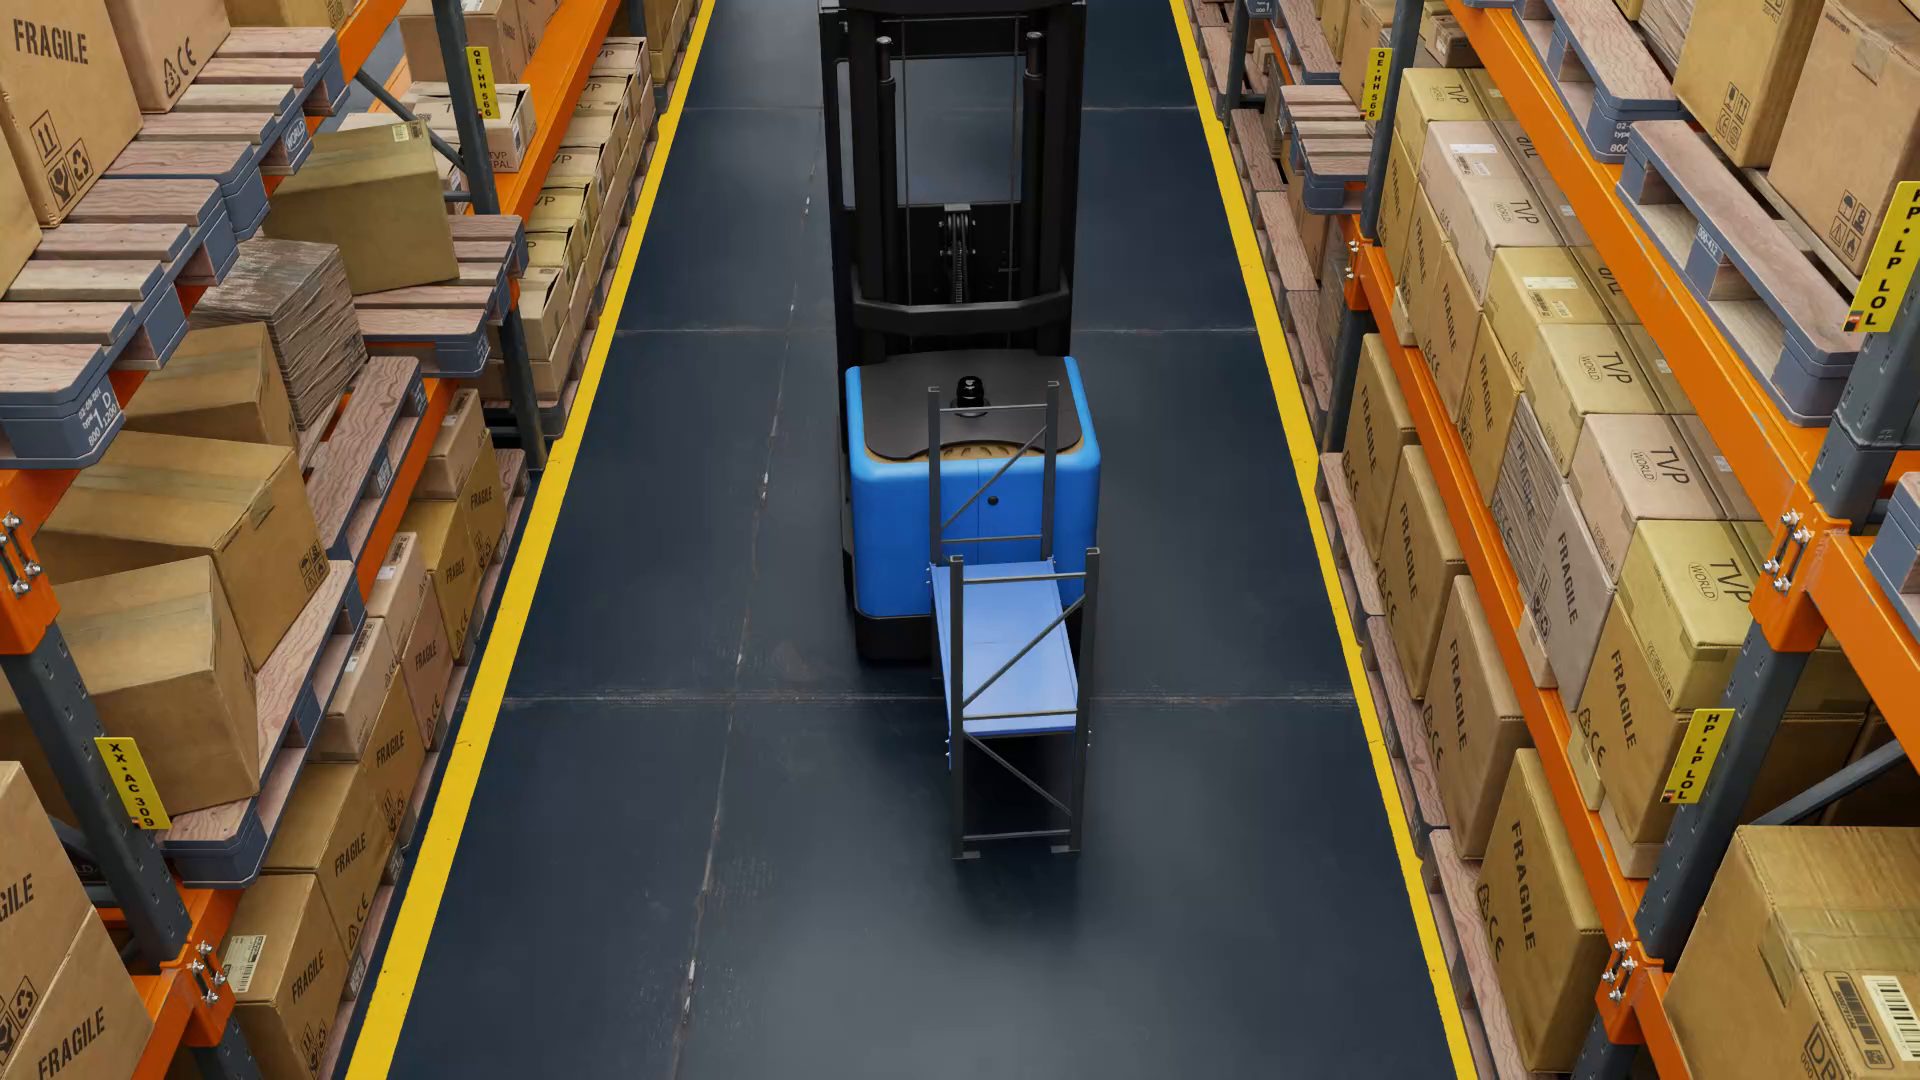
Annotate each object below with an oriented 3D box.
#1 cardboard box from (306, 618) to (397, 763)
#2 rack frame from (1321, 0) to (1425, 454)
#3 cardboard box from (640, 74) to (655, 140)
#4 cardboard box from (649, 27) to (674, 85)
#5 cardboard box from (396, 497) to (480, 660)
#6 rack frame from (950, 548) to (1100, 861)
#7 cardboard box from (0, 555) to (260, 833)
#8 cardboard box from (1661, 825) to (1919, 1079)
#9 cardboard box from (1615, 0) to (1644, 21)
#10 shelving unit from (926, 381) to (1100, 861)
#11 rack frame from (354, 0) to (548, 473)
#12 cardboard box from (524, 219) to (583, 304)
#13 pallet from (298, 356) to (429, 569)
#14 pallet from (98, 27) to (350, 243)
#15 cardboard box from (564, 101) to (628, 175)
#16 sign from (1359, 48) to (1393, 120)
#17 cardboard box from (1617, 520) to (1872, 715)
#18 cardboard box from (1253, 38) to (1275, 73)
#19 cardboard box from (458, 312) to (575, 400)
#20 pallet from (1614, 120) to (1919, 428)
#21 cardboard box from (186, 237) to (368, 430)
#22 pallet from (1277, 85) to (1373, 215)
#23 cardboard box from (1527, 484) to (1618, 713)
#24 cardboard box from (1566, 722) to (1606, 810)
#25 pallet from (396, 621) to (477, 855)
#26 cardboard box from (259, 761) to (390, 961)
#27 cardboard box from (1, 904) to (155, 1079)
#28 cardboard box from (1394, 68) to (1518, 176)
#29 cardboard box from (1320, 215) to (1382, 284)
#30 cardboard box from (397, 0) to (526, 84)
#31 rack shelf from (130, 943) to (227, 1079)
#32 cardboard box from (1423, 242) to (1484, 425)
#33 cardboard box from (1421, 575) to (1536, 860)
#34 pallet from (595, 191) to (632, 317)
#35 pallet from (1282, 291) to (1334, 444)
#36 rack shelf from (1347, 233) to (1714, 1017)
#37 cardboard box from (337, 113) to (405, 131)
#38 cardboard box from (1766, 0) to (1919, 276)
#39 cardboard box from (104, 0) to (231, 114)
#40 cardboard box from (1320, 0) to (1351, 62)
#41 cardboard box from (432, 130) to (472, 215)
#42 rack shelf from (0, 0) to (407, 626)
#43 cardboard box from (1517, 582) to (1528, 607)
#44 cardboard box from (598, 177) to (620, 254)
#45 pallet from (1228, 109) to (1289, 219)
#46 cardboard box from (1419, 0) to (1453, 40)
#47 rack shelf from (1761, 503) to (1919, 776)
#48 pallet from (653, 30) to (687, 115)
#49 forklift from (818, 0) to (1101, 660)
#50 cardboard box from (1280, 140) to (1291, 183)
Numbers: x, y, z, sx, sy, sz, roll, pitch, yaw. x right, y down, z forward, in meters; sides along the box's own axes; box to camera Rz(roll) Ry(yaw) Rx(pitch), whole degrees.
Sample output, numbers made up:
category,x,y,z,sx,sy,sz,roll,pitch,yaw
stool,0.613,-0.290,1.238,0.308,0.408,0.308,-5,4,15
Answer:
category,x,y,z,sx,sy,sz,roll,pitch,yaw
cardboard box,-2.363,0.535,5.976,0.500,0.250,0.500,0,39,0
rack frame,2.345,-1.555,7.537,1.000,3.000,0.127,0,39,0
cardboard box,-2.323,-2.882,11.057,0.500,0.250,0.500,0,39,0
cardboard box,-2.311,-3.432,11.742,0.500,0.250,0.500,0,39,0
cardboard box,-2.373,0.163,7.041,0.500,0.500,0.500,-1,39,-2
rack frame,0.217,0.634,6.005,0.500,1.500,0.032,-3,39,-4
cardboard box,-2.381,0.453,4.616,0.700,0.500,0.500,-13,40,-15
cardboard box,2.333,1.168,3.899,0.980,0.700,0.700,1,39,1
cardboard box,2.443,-1.956,5.207,0.700,0.500,0.500,2,39,2
shelving unit,0.173,0.317,6.400,0.538,1.500,1.048,-3,39,-4
rack frame,-2.609,-1.549,7.530,1.000,3.000,0.127,0,39,0
cardboard box,-2.325,-1.515,8.902,0.500,0.311,0.500,-1,39,-1
pallet,-2.602,-0.258,6.073,1.003,0.211,1.213,0,39,0
pallet,-2.539,-1.201,4.848,1.213,0.211,1.003,0,39,0
cardboard box,-2.321,-2.470,10.093,0.500,0.311,0.500,0,39,0
sign,1.802,-1.970,7.192,0.100,0.325,0.005,0,39,0
cardboard box,2.093,0.199,4.415,0.500,0.250,0.500,1,39,1
cardboard box,2.309,-3.457,11.825,0.380,0.166,0.250,-5,39,-6
cardboard box,-2.316,-0.968,8.668,0.500,0.250,0.500,0,39,0
pallet,2.299,-0.723,4.253,0.805,0.209,1.217,-1,39,-2
cardboard box,-2.686,-0.786,6.162,0.700,0.500,0.500,7,39,8
pallet,2.237,-1.926,8.153,1.213,0.211,1.003,0,39,0
cardboard box,2.086,0.176,5.044,0.500,0.500,0.500,0,39,0
cardboard box,2.042,0.667,4.949,0.380,0.149,0.250,1,39,1
pallet,-2.648,0.767,6.870,1.003,0.211,1.213,0,39,0
cardboard box,-2.373,1.120,5.847,0.500,0.500,0.500,0,39,1
cardboard box,-2.347,1.226,3.988,0.500,0.500,0.500,1,39,1
cardboard box,2.087,-1.709,6.795,0.500,0.250,0.500,1,39,1
cardboard box,2.407,-1.524,9.145,0.700,0.500,0.500,0,39,0
cardboard box,-2.627,-2.638,8.808,0.500,0.500,0.500,-2,39,-2
rack shelf,-2.602,2.484,3.073,1.077,0.370,4.000,0,39,0
cardboard box,2.080,-0.776,6.232,0.500,0.500,0.500,0,39,0
cardboard box,2.214,0.659,6.158,0.750,0.750,0.750,1,39,1
pallet,-2.570,-1.737,9.994,1.003,0.211,1.213,0,39,0
pallet,2.345,-0.956,9.019,1.003,0.211,1.213,0,39,0
rack shelf,2.347,-0.024,6.202,1.077,0.370,4.000,0,39,0
cardboard box,-2.886,-2.013,8.310,0.380,0.149,0.250,0,39,0
cardboard box,2.458,-0.985,3.996,0.700,0.500,0.500,-2,39,-3
cardboard box,-2.536,-1.609,4.711,0.600,0.600,0.600,-1,39,-2
cardboard box,2.310,-2.839,8.708,0.700,0.500,0.500,0,39,0
cardboard box,-2.566,-1.742,7.842,0.500,0.311,0.500,2,39,3
rack shelf,-2.607,-1.188,5.256,1.077,0.370,4.000,0,39,0
cardboard box,2.094,0.187,5.548,0.380,0.149,0.250,0,39,0
cardboard box,-2.324,-1.928,9.866,0.500,0.250,0.500,1,39,1
pallet,2.342,-2.482,10.923,1.003,0.211,1.213,0,39,0
cardboard box,2.299,-2.436,7.686,0.380,0.149,0.250,-6,39,-8
rack shelf,2.351,1.307,2.142,1.077,0.370,4.000,0,39,0
pallet,-2.573,-3.460,12.144,1.003,0.211,1.213,0,39,0
forklift,-0.053,-1.532,7.563,1.130,2.935,3.031,-3,39,-4
cardboard box,2.408,-2.469,10.325,0.700,0.500,0.500,-1,39,-1
